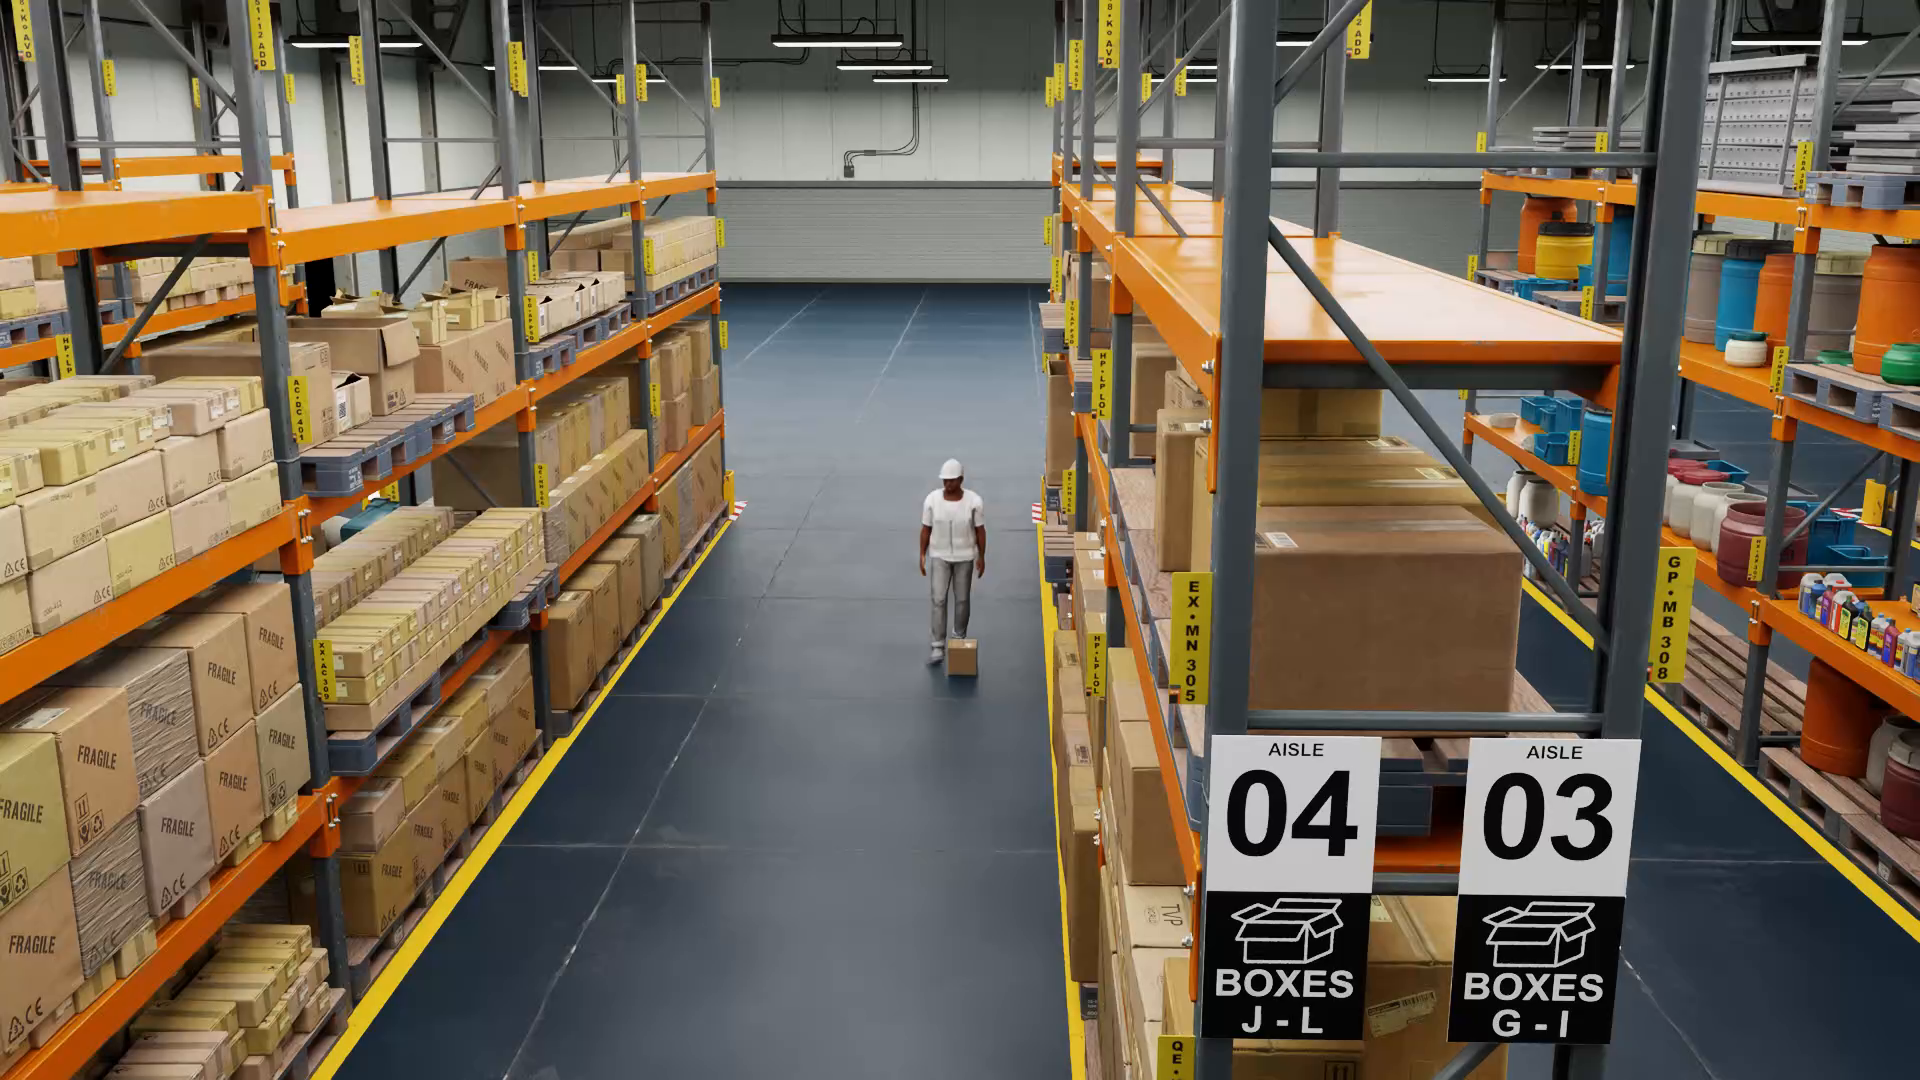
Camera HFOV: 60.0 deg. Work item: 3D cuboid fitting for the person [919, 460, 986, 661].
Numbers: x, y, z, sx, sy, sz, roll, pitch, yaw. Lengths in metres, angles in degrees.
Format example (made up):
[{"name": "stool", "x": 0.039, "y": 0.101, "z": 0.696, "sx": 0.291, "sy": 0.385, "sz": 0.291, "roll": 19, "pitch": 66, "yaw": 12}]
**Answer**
[{"name": "person", "x": -0.076, "y": 0.185, "z": 14.653, "sx": 0.593, "sy": 1.752, "sz": 0.748, "roll": 1, "pitch": 14, "yaw": 2}]
